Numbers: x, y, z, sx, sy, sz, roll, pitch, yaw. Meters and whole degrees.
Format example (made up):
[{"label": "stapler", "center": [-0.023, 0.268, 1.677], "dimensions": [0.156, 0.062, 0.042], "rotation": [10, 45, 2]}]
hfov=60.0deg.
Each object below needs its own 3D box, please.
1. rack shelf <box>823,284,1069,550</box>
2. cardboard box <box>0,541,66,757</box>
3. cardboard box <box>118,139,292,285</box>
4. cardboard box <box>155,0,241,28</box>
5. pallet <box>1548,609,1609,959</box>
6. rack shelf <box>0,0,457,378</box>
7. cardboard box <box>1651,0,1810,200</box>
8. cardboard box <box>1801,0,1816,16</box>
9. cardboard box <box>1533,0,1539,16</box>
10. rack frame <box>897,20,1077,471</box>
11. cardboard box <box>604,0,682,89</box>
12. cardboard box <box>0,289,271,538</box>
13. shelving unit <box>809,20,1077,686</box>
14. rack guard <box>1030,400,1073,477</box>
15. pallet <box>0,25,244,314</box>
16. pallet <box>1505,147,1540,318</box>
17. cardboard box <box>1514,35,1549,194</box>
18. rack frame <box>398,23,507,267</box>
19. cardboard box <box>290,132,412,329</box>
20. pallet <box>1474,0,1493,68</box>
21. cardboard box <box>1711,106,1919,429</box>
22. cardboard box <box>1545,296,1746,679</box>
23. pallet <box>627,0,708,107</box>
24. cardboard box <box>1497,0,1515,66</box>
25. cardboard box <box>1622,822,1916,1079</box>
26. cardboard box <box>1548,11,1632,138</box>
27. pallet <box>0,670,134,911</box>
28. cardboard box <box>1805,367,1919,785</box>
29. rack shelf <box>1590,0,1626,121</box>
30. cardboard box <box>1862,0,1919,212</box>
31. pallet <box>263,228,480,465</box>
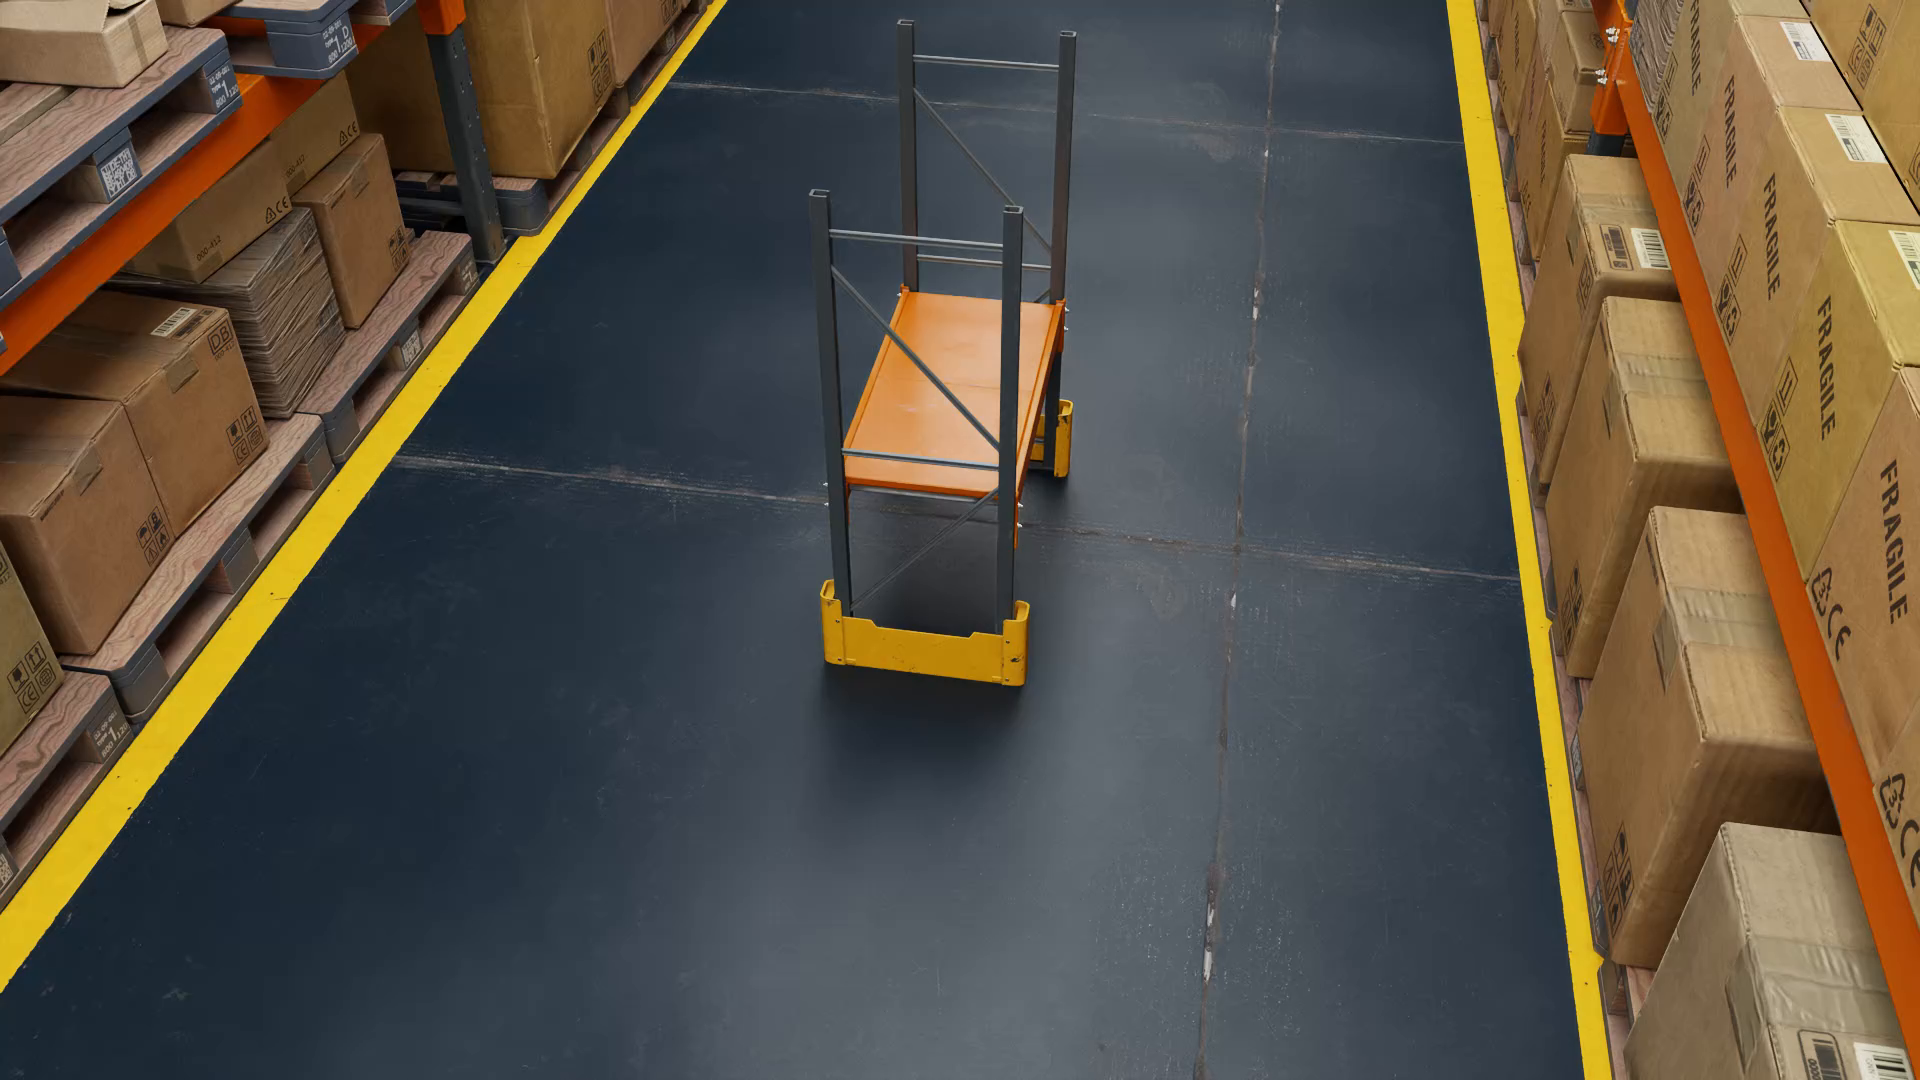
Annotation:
[{"label": "rack shelf", "center": [-0.015, -0.386, 4.822], "dimensions": [0.538, 0.185, 1.000], "rotation": [6, 40, 8]}, {"label": "cardboard box", "center": [-2.776, 0.298, 4.152], "dimensions": [0.700, 0.500, 0.500], "rotation": [6, 40, 7]}, {"label": "cardboard box", "center": [-2.481, -1.063, 5.210], "dimensions": [0.500, 0.250, 0.500], "rotation": [11, 41, 13]}, {"label": "cardboard box", "center": [-2.365, -1.822, 4.691], "dimensions": [0.700, 0.500, 0.500], "rotation": [12, 41, 14]}, {"label": "pallet", "center": [2.131, 0.609, 4.348], "dimensions": [1.003, 0.211, 1.213], "rotation": [6, 40, 8]}, {"label": "rack shelf", "center": [-2.659, -0.794, 4.420], "dimensions": [1.077, 0.370, 4.000], "rotation": [6, 40, 8]}, {"label": "cardboard box", "center": [2.126, -1.183, 4.248], "dimensions": [0.500, 0.500, 0.500], "rotation": [6, 40, 7]}, {"label": "cardboard box", "center": [2.381, -1.541, 3.897], "dimensions": [0.700, 0.500, 0.500], "rotation": [6, 40, 7]}, {"label": "cardboard box", "center": [2.595, -2.297, 6.718], "dimensions": [0.500, 0.250, 0.500], "rotation": [7, 40, 9]}, {"label": "rack frame", "center": [0.073, -0.844, 5.093], "dimensions": [0.500, 1.500, 0.032], "rotation": [6, 40, 8]}, {"label": "cardboard box", "center": [-2.011, -2.658, 7.449], "dimensions": [1.225, 0.875, 0.875], "rotation": [7, 40, 8]}, {"label": "cardboard box", "center": [-2.583, -0.404, 5.000], "dimensions": [0.700, 0.500, 0.500], "rotation": [10, 41, 11]}, {"label": "shelving unit", "center": [-0.013, -0.530, 4.714], "dimensions": [0.587, 1.500, 1.083], "rotation": [6, 40, 8]}, {"label": "rack guard", "center": [0.073, -0.361, 5.491], "dimensions": [0.587, 0.250, 0.087], "rotation": [6, 40, 8]}, {"label": "pallet", "center": [-2.615, -1.005, 4.262], "dimensions": [1.003, 0.211, 1.213], "rotation": [6, 40, 8]}, {"label": "pallet", "center": [2.692, -1.131, 6.453], "dimensions": [1.003, 0.211, 1.213], "rotation": [6, 40, 8]}, {"label": "cardboard box", "center": [2.505, -1.682, 6.562], "dimensions": [0.500, 0.500, 0.500], "rotation": [8, 40, 9]}, {"label": "rack frame", "center": [-2.313, -2.326, 5.709], "dimensions": [1.000, 3.000, 0.127], "rotation": [6, 40, 8]}, {"label": "cardboard box", "center": [-2.409, -1.110, 5.854], "dimensions": [0.700, 0.500, 0.500], "rotation": [4, 40, 5]}, {"label": "pallet", "center": [3.114, -2.663, 8.305], "dimensions": [1.003, 0.211, 1.213], "rotation": [6, 40, 8]}, {"label": "cardboard box", "center": [1.950, -0.554, 3.488], "dimensions": [0.500, 0.500, 0.500], "rotation": [6, 40, 7]}, {"label": "cardboard box", "center": [2.213, -0.089, 4.440], "dimensions": [1.050, 0.750, 0.750], "rotation": [7, 40, 8]}, {"label": "pallet", "center": [-1.888, -2.501, 8.110], "dimensions": [1.003, 0.211, 1.213], "rotation": [6, 40, 8]}, {"label": "cardboard box", "center": [2.691, -2.328, 7.343], "dimensions": [0.500, 0.500, 0.500], "rotation": [7, 40, 8]}, {"label": "cardboard box", "center": [1.882, 1.100, 3.001], "dimensions": [1.050, 0.750, 0.750], "rotation": [6, 40, 7]}, {"label": "cardboard box", "center": [2.415, -1.661, 5.949], "dimensions": [0.500, 0.250, 0.500], "rotation": [6, 40, 7]}, {"label": "pallet", "center": [-2.871, 0.770, 4.153], "dimensions": [1.003, 0.211, 1.213], "rotation": [6, 40, 8]}, {"label": "cardboard box", "center": [1.777, 0.082, 2.718], "dimensions": [0.500, 0.500, 0.500], "rotation": [6, 40, 7]}, {"label": "rack shelf", "center": [2.901, -2.694, 6.719], "dimensions": [1.077, 0.370, 4.000], "rotation": [6, 40, 8]}, {"label": "cardboard box", "center": [2.207, -0.898, 3.119], "dimensions": [0.700, 0.500, 0.500], "rotation": [6, 40, 7]}, {"label": "pallet", "center": [-2.449, -0.761, 6.005], "dimensions": [1.003, 0.211, 1.213], "rotation": [6, 40, 8]}]
